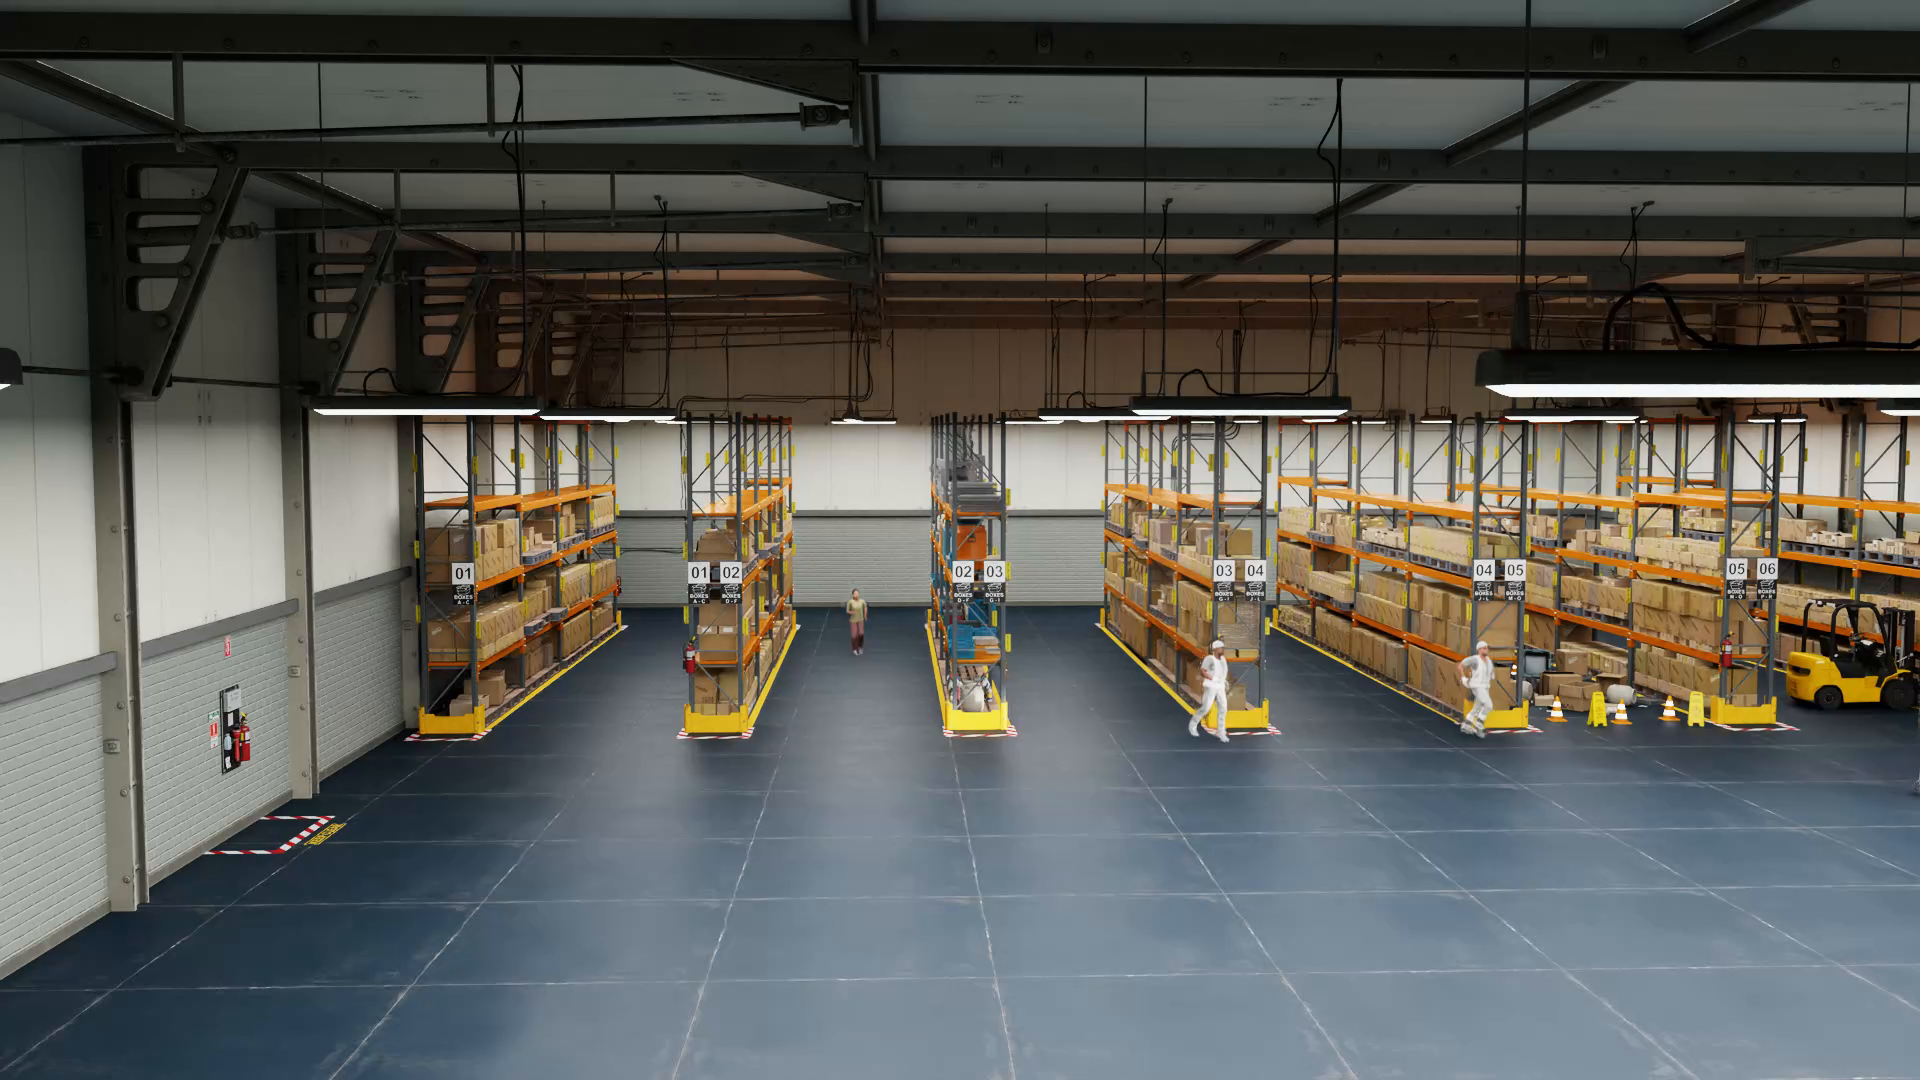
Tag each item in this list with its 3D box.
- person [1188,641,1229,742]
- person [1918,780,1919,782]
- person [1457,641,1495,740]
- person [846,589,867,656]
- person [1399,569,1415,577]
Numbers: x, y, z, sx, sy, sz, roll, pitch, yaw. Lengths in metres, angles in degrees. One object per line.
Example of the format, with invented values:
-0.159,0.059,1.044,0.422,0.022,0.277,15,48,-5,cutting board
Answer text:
4.701,2.744,30.530,0.746,1.792,0.866,-3,5,-42,person
15.223,3.122,25.525,0.885,1.721,0.562,3,5,39,person
9.577,2.755,30.650,0.686,1.783,0.692,-3,5,-40,person
-2.574,2.058,41.577,0.549,1.663,0.663,-1,4,-9,person
13.155,1.473,49.321,0.944,1.781,0.685,0,4,-1,person
